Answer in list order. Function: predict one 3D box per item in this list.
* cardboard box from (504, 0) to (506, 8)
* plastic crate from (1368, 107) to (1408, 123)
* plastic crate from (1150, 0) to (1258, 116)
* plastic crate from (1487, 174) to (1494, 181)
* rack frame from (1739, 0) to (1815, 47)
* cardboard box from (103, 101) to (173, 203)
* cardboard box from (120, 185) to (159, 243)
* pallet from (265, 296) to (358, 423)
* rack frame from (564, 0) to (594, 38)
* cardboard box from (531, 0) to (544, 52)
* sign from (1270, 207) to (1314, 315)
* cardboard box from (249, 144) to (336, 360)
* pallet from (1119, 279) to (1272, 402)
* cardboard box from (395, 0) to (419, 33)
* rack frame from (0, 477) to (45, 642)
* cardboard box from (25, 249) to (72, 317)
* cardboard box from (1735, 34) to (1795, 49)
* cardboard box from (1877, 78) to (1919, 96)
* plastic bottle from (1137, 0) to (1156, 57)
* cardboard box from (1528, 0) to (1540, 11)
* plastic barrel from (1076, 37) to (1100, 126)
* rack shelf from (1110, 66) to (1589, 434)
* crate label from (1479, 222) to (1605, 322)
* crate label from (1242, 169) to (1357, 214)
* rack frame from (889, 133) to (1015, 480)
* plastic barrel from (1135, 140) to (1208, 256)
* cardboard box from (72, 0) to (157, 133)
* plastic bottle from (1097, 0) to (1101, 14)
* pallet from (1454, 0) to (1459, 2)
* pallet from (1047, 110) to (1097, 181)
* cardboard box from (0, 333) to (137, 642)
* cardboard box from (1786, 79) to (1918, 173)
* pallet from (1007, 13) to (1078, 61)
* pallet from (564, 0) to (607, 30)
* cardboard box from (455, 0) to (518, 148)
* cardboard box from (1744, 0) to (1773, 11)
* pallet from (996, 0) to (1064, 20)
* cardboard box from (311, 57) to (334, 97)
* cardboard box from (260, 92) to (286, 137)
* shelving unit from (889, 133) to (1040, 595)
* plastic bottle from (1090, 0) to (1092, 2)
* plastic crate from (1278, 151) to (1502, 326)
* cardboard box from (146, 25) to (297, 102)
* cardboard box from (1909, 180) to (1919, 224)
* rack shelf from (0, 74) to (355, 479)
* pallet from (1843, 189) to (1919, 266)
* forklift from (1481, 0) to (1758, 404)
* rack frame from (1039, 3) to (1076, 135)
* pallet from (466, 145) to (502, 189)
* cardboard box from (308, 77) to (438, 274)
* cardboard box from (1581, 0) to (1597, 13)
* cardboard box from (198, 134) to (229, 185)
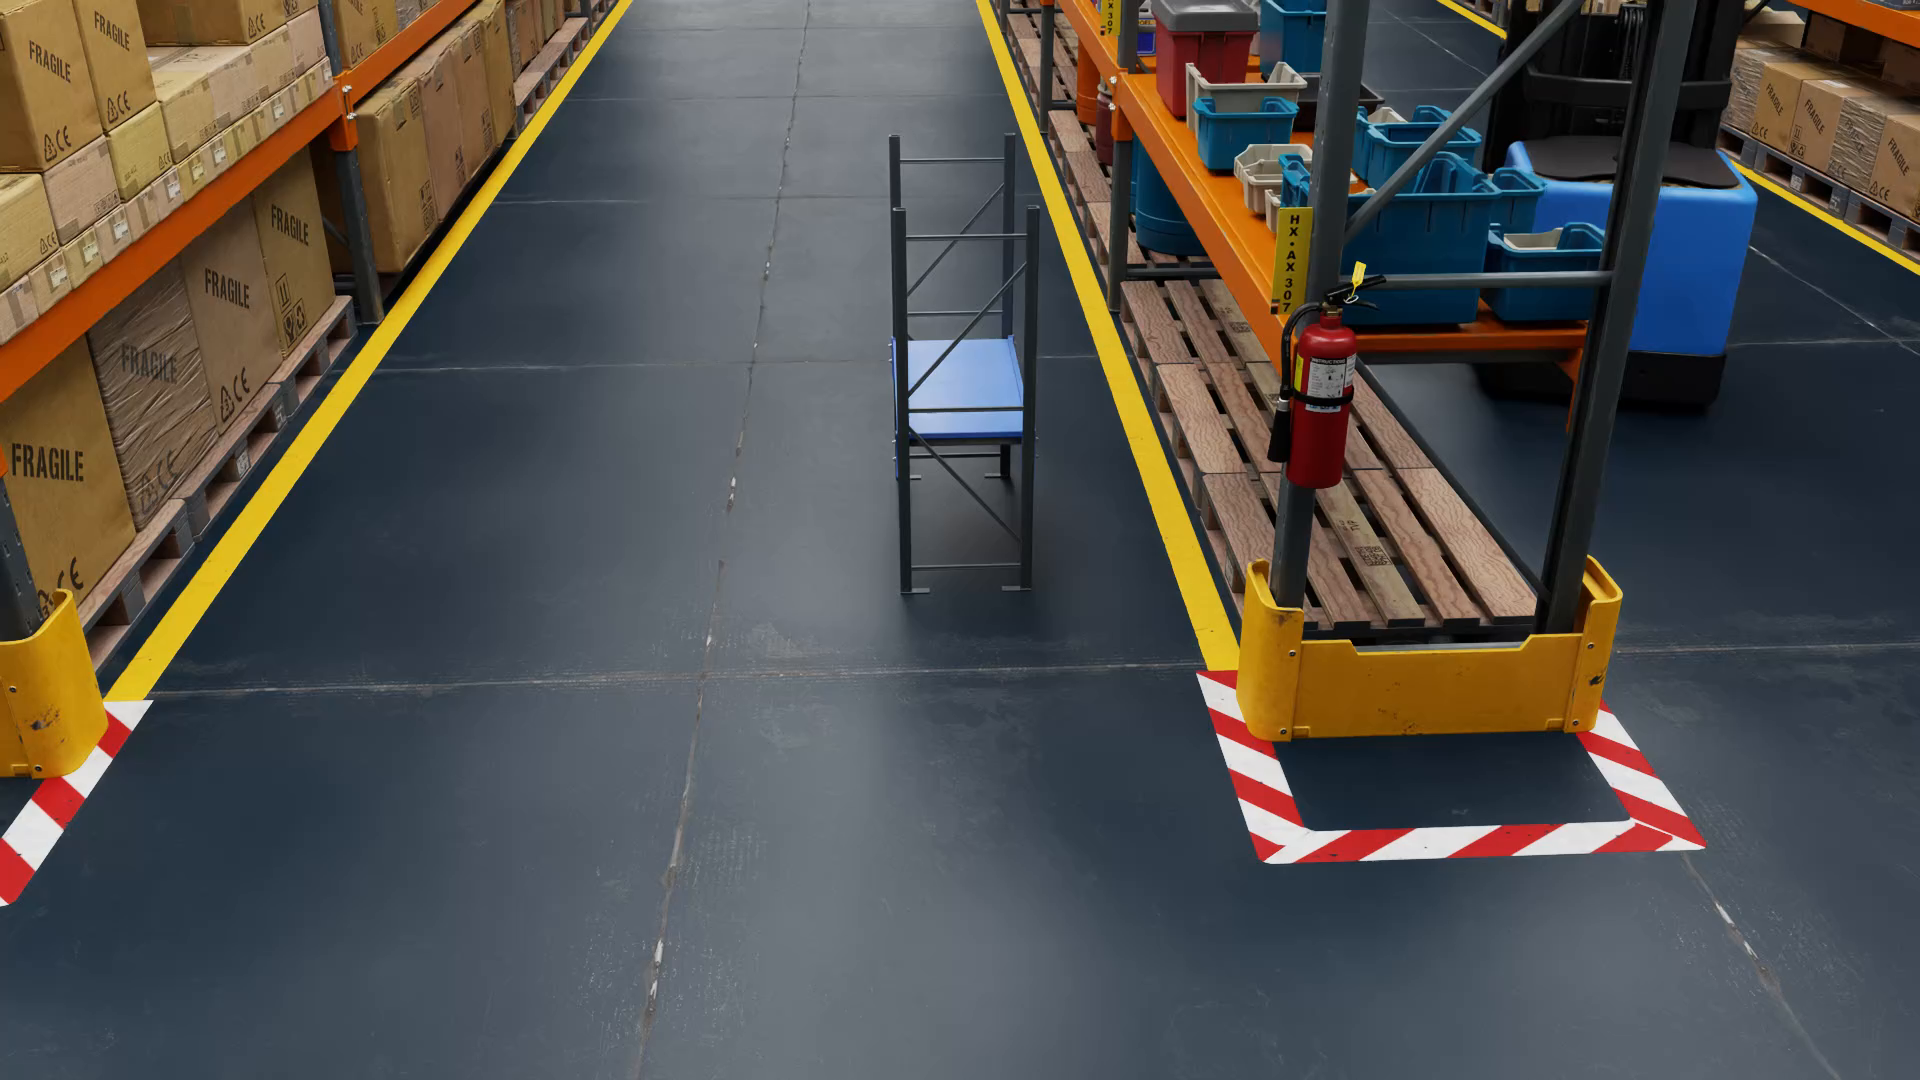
[{"bbox_3d":[-3.941,-4.316,13.197,0.500,0.250,0.500,2,28,3],"label":"cardboard box"},{"bbox_3d":[1.708,-1.728,7.040,0.293,0.136,0.466,-1,28,-3],"label":"plastic crate"},{"bbox_3d":[1.113,-2.252,7.690,0.402,0.464,0.583,-1,28,-3],"label":"plastic crate"},{"bbox_3d":[1.872,-1.263,6.149,0.250,0.136,0.298,-1,28,-3],"label":"plastic crate"},{"bbox_3d":[6.054,-4.581,12.289,1.000,3.000,0.127,-1,28,-3],"label":"rack frame"},{"bbox_3d":[-3.233,-1.414,6.058,0.500,0.250,0.500,-2,28,-4],"label":"cardboard box"},{"bbox_3d":[-3.165,-1.184,6.047,0.380,0.149,0.250,-2,28,-4],"label":"cardboard box"},{"bbox_3d":[-3.668,-0.906,8.260,1.003,0.211,1.213,-1,28,-3],"label":"pallet"},{"bbox_3d":[-4.048,-6.190,15.375,1.000,3.000,0.127,-1,28,-3],"label":"rack frame"},{"bbox_3d":[-4.001,-4.514,14.388,0.700,0.500,0.500,-4,28,-7],"label":"cardboard box"},{"bbox_3d":[0.977,-0.820,4.902,0.100,0.325,0.005,-1,28,-3],"label":"sign"},{"bbox_3d":[-3.675,-1.433,8.098,0.875,0.875,0.875,-1,28,-3],"label":"cardboard box"},{"bbox_3d":[1.394,-1.040,8.517,1.003,0.211,1.213,-1,28,-3],"label":"pallet"},{"bbox_3d":[-3.457,-3.222,9.576,0.500,0.500,0.500,-2,28,-4],"label":"cardboard box"},{"bbox_3d":[-3.421,-0.649,4.750,1.000,3.000,0.127,-1,28,-3],"label":"rack frame"},{"bbox_3d":[-3.125,-0.828,5.365,0.380,0.149,0.250,-2,28,-3],"label":"cardboard box"},{"bbox_3d":[5.793,-3.450,12.349,0.500,0.500,0.500,0,28,0],"label":"cardboard box"},{"bbox_3d":[6.398,-2.760,11.025,0.500,0.500,0.500,-2,28,-5],"label":"cardboard box"},{"bbox_3d":[0.973,-2.735,8.884,0.152,0.276,0.135,-1,28,-3],"label":"plastic bottle"},{"bbox_3d":[5.644,-4.967,15.548,0.500,0.250,0.500,-1,28,-1],"label":"cardboard box"},{"bbox_3d":[1.150,-3.461,12.035,0.600,0.830,0.708,-1,28,-3],"label":"plastic barrel"},{"bbox_3d":[1.421,-1.373,6.917,1.077,0.370,4.000,-1,28,-3],"label":"rack shelf"},{"bbox_3d":[1.841,-0.843,5.238,0.416,0.233,0.303,-1,28,-3],"label":"crate label"},{"bbox_3d":[1.262,-1.312,6.243,0.396,0.136,0.243,-1,28,-3],"label":"crate label"},{"bbox_3d":[-0.031,-0.939,6.929,0.500,1.500,0.032,-1,28,-3],"label":"rack frame"},{"bbox_3d":[1.305,-2.123,9.392,0.600,0.901,0.708,-1,28,-3],"label":"plastic barrel"},{"bbox_3d":[-3.236,-1.745,5.881,0.500,0.500,0.500,-2,28,-4],"label":"cardboard box"},{"bbox_3d":[0.908,-3.306,9.978,0.152,0.276,0.135,-1,28,-3],"label":"plastic bottle"},{"bbox_3d":[5.779,-6.125,18.264,1.003,0.211,1.213,-1,28,-3],"label":"pallet"},{"bbox_3d":[1.190,-2.863,12.012,1.003,0.211,1.213,-1,28,-3],"label":"pallet"},{"bbox_3d":[-3.534,-0.186,5.707,0.875,0.875,0.875,-1,28,-3],"label":"cardboard box"},{"bbox_3d":[5.879,-2.736,10.979,0.500,0.500,0.500,-2,28,-4],"label":"cardboard box"},{"bbox_3d":[0.978,-4.712,15.556,1.003,0.211,1.213,-1,28,-3],"label":"pallet"},{"bbox_3d":[-4.118,-5.263,16.613,1.003,0.211,1.213,-1,28,-3],"label":"pallet"},{"bbox_3d":[-3.823,-3.268,11.616,1.225,0.875,0.875,-3,28,-5],"label":"cardboard box"},{"bbox_3d":[6.284,-4.288,13.640,0.500,0.311,0.500,-2,28,-4],"label":"cardboard box"},{"bbox_3d":[0.905,-5.385,16.846,1.003,0.211,1.213,-1,28,-3],"label":"pallet"},{"bbox_3d":[-3.287,-2.252,8.095,0.380,0.149,0.250,-1,28,-2],"label":"cardboard box"},{"bbox_3d":[-3.246,-1.895,7.412,0.380,0.149,0.250,-1,28,-2],"label":"cardboard box"},{"bbox_3d":[-0.004,-0.704,6.479,0.538,1.500,1.048,-1,28,-3],"label":"shelving unit"},{"bbox_3d":[0.884,-3.519,10.307,0.144,0.351,0.185,-1,28,-3],"label":"plastic bottle"},{"bbox_3d":[1.321,-0.961,5.245,0.616,0.435,0.499,-1,28,-3],"label":"plastic crate"},{"bbox_3d":[-3.315,-2.125,7.421,0.500,0.250,0.500,-1,28,-1],"label":"cardboard box"},{"bbox_3d":[5.951,-2.041,9.647,0.500,0.500,0.500,-2,28,-3],"label":"cardboard box"},{"bbox_3d":[-3.525,-1.253,6.687,1.077,0.370,4.000,-1,28,-3],"label":"rack shelf"},{"bbox_3d":[6.183,-1.872,10.110,1.003,0.211,1.213,-1,28,-3],"label":"pallet"},{"bbox_3d":[3.354,-2.600,8.566,1.130,2.935,3.031,5,28,10],"label":"forklift"},{"bbox_3d":[1.108,-4.463,12.063,1.000,3.000,0.127,-1,28,-3],"label":"rack frame"},{"bbox_3d":[-3.873,-2.741,11.777,1.003,0.211,1.213,-1,28,-3],"label":"pallet"},{"bbox_3d":[-3.683,-2.035,9.252,1.225,0.875,0.875,-1,28,-2],"label":"cardboard box"},{"bbox_3d":[5.700,-4.737,14.501,0.500,0.311,0.500,-1,28,-1],"label":"cardboard box"},{"bbox_3d":[-3.207,-1.541,6.732,0.380,0.149,0.250,-1,28,-2],"label":"cardboard box"}]
